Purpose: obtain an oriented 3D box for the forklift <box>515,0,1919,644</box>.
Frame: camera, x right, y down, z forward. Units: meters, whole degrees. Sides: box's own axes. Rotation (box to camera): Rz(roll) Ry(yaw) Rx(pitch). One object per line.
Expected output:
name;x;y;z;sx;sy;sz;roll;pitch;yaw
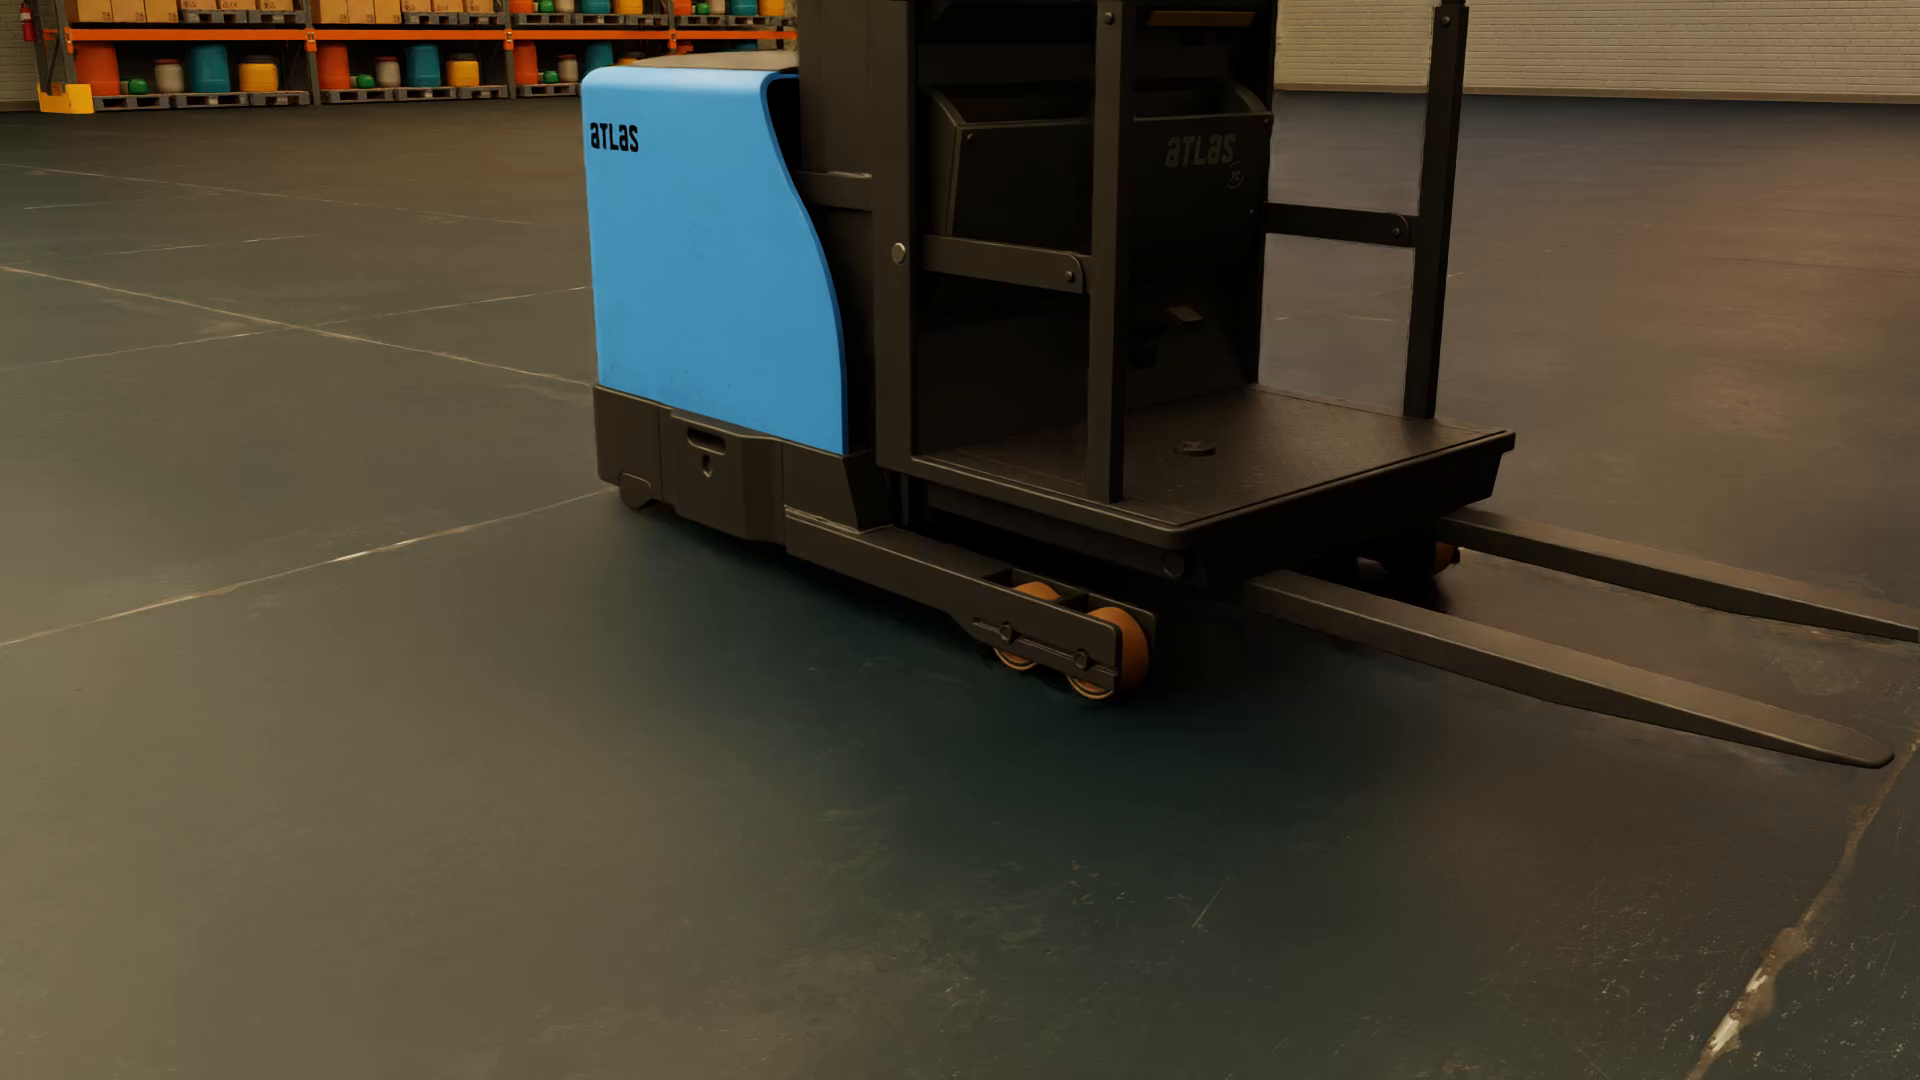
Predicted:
forklift;0.624;-1.369;3.406;3.031;2.935;1.130;5;17;15
